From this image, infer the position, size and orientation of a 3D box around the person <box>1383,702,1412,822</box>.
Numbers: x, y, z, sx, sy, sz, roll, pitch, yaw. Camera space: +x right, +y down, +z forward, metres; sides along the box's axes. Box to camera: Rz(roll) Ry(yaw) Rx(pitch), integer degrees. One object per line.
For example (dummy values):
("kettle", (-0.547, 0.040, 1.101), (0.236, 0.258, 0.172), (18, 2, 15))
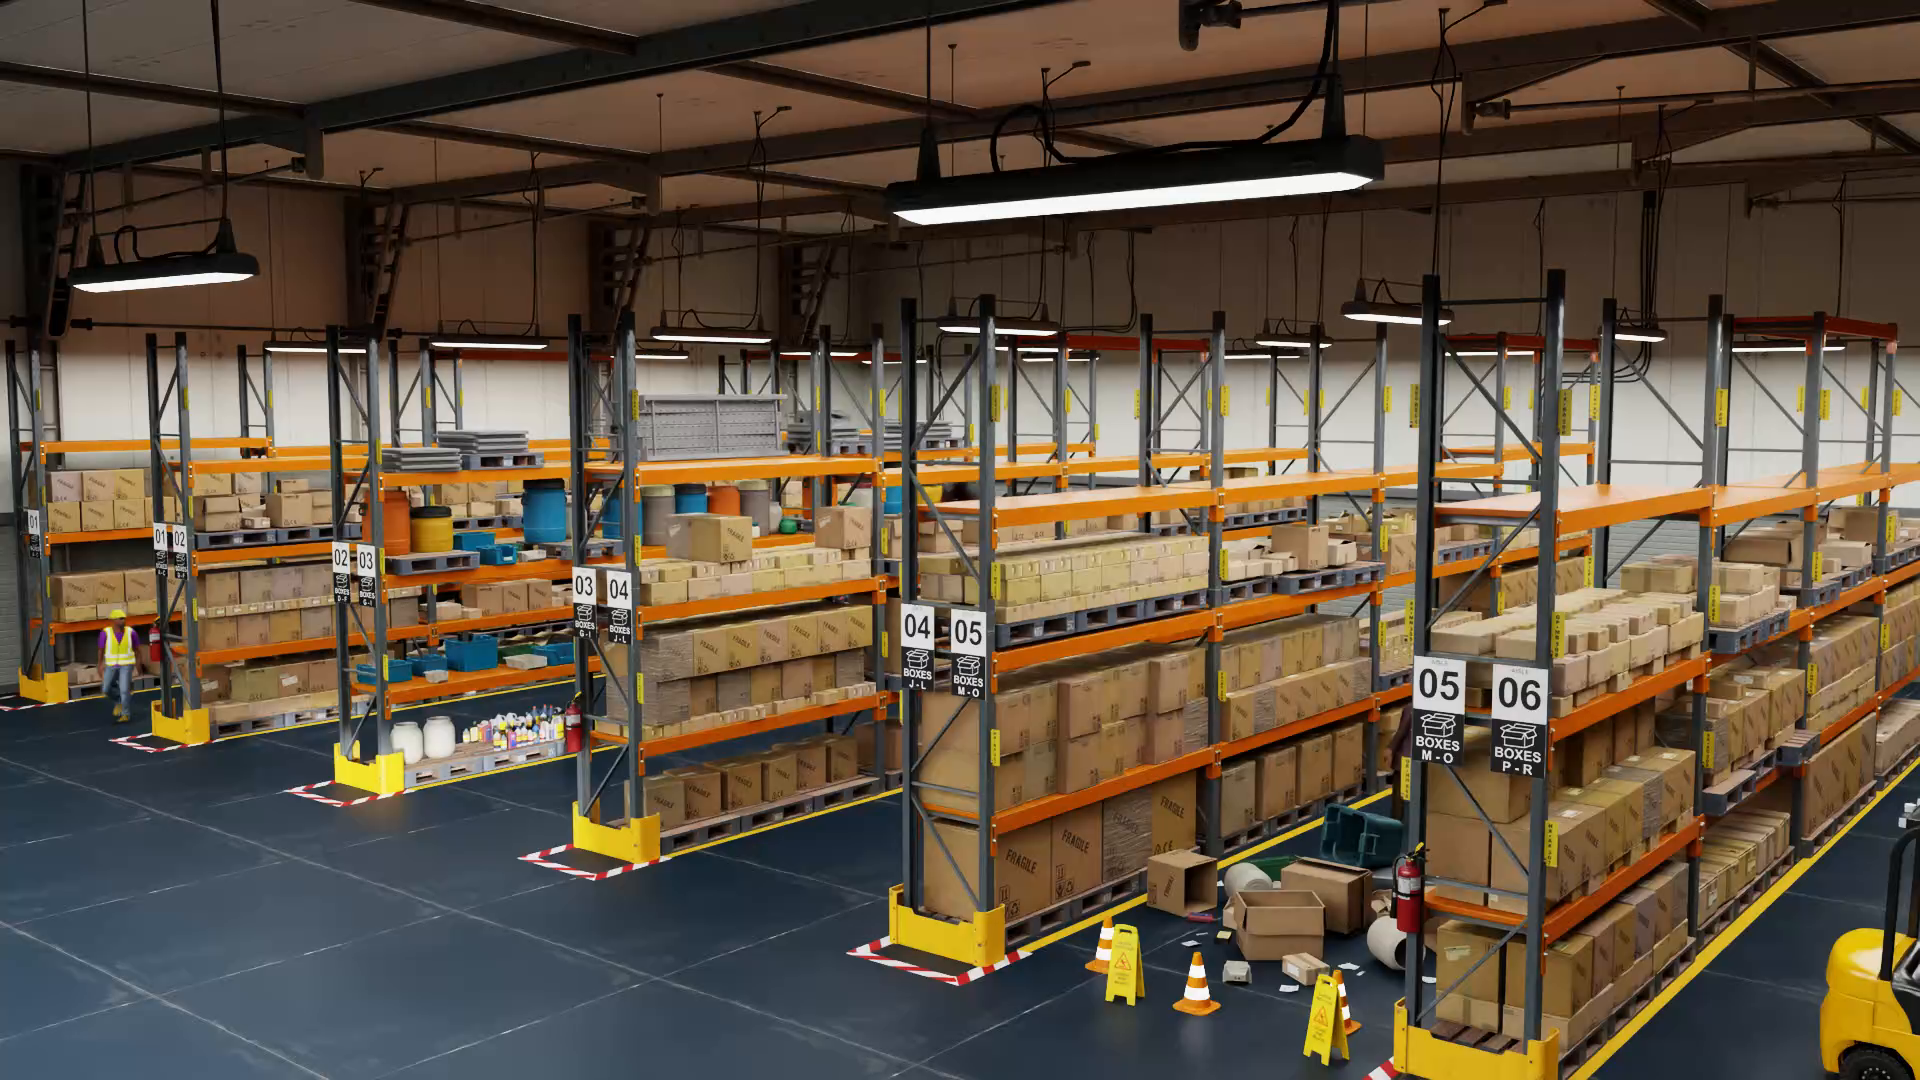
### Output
("person", (5.331, 2.519, 19.707), (0.684, 1.779, 0.504), (-2, 5, -18))

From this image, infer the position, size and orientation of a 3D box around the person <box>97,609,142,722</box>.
("person", (-13.083, 1.947, 25.915), (0.607, 1.752, 0.526), (-1, 5, -6))
